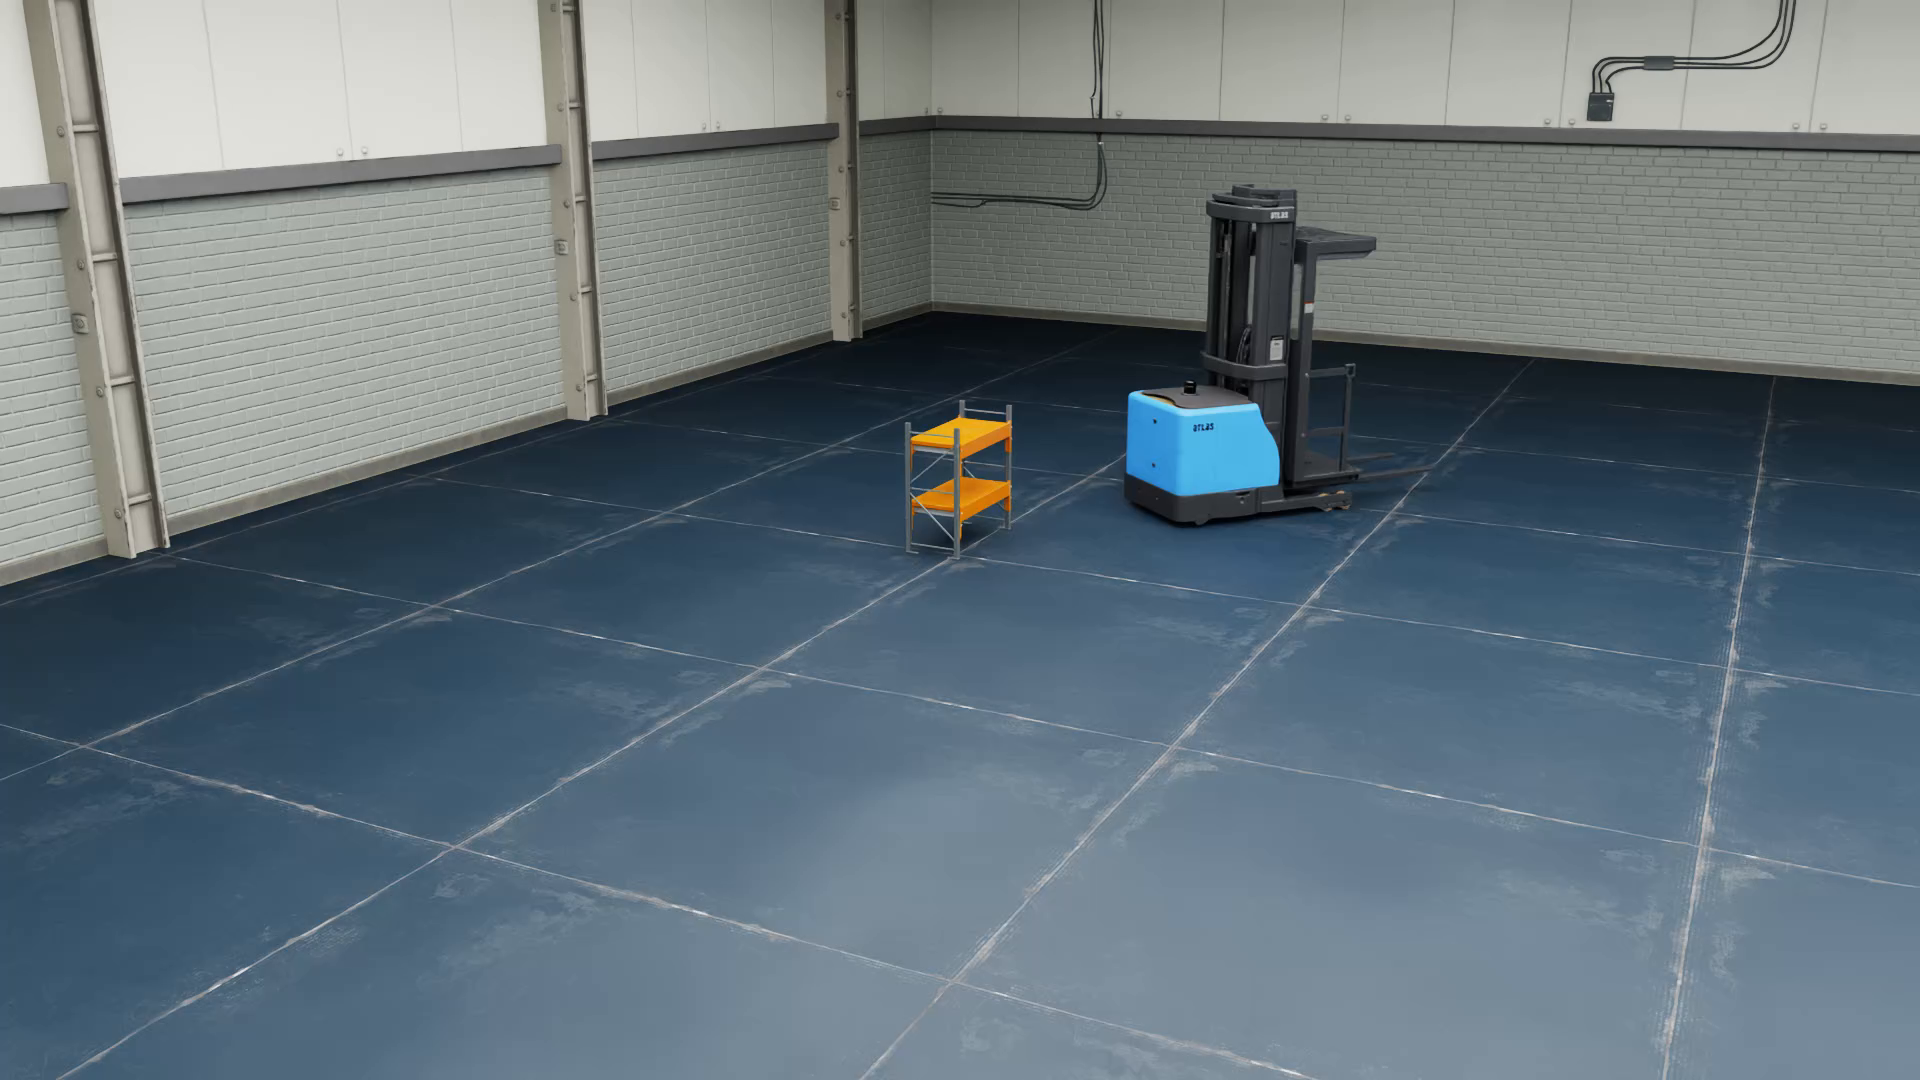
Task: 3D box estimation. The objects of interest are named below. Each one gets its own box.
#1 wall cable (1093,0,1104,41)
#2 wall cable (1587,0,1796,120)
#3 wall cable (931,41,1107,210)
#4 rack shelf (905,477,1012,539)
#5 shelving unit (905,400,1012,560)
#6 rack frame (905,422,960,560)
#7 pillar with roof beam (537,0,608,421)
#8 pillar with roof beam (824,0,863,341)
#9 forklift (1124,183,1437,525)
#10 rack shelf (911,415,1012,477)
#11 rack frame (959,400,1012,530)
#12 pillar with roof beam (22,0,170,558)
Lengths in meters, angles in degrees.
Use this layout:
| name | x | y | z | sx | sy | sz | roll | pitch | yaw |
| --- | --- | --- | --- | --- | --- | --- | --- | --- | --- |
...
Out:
| name | x | y | z | sx | sy | sz | roll | pitch | yaw |
| --- | --- | --- | --- | --- | --- | --- | --- | --- | --- |
| wall cable | 3.254 | -8.454 | 23.767 | 3.097 | 2.526 | 0.112 | 8 | 18 | 25 |
| wall cable | 9.319 | -8.284 | 20.638 | 2.305 | 6.003 | 0.169 | 8 | 18 | 25 |
| wall cable | 0.833 | -6.377 | 25.645 | 3.097 | 2.526 | 0.112 | 8 | 18 | 25 |
| rack shelf | -0.003 | -0.303 | 14.428 | 0.538 | 0.278 | 1.000 | 8 | 18 | 25 |
| shelving unit | -0.003 | -0.537 | 14.358 | 0.538 | 1.125 | 1.048 | 8 | 18 | 25 |
| rack frame | -0.230 | -0.408 | 13.922 | 0.500 | 1.125 | 0.032 | 8 | 18 | 25 |
| pillar with roof beam | -0.496 | -5.208 | 16.253 | 9.100 | 9.000 | 0.400 | 8 | 18 | 25 |
| pillar with roof beam | 2.185 | -6.736 | 21.399 | 9.100 | 9.000 | 0.400 | 8 | 18 | 25 |
| forklift | 3.103 | -1.799 | 15.433 | 3.031 | 2.935 | 1.130 | -7 | 18 | -23 |
| rack shelf | -0.003 | -0.818 | 14.275 | 0.538 | 0.278 | 1.000 | 8 | 18 | 25 |
| rack frame | 0.224 | -0.667 | 14.794 | 0.500 | 1.125 | 0.032 | 8 | 18 | 25 |
| pillar with roof beam | -3.177 | -3.679 | 11.108 | 9.100 | 9.000 | 0.400 | 8 | 18 | 25 |
